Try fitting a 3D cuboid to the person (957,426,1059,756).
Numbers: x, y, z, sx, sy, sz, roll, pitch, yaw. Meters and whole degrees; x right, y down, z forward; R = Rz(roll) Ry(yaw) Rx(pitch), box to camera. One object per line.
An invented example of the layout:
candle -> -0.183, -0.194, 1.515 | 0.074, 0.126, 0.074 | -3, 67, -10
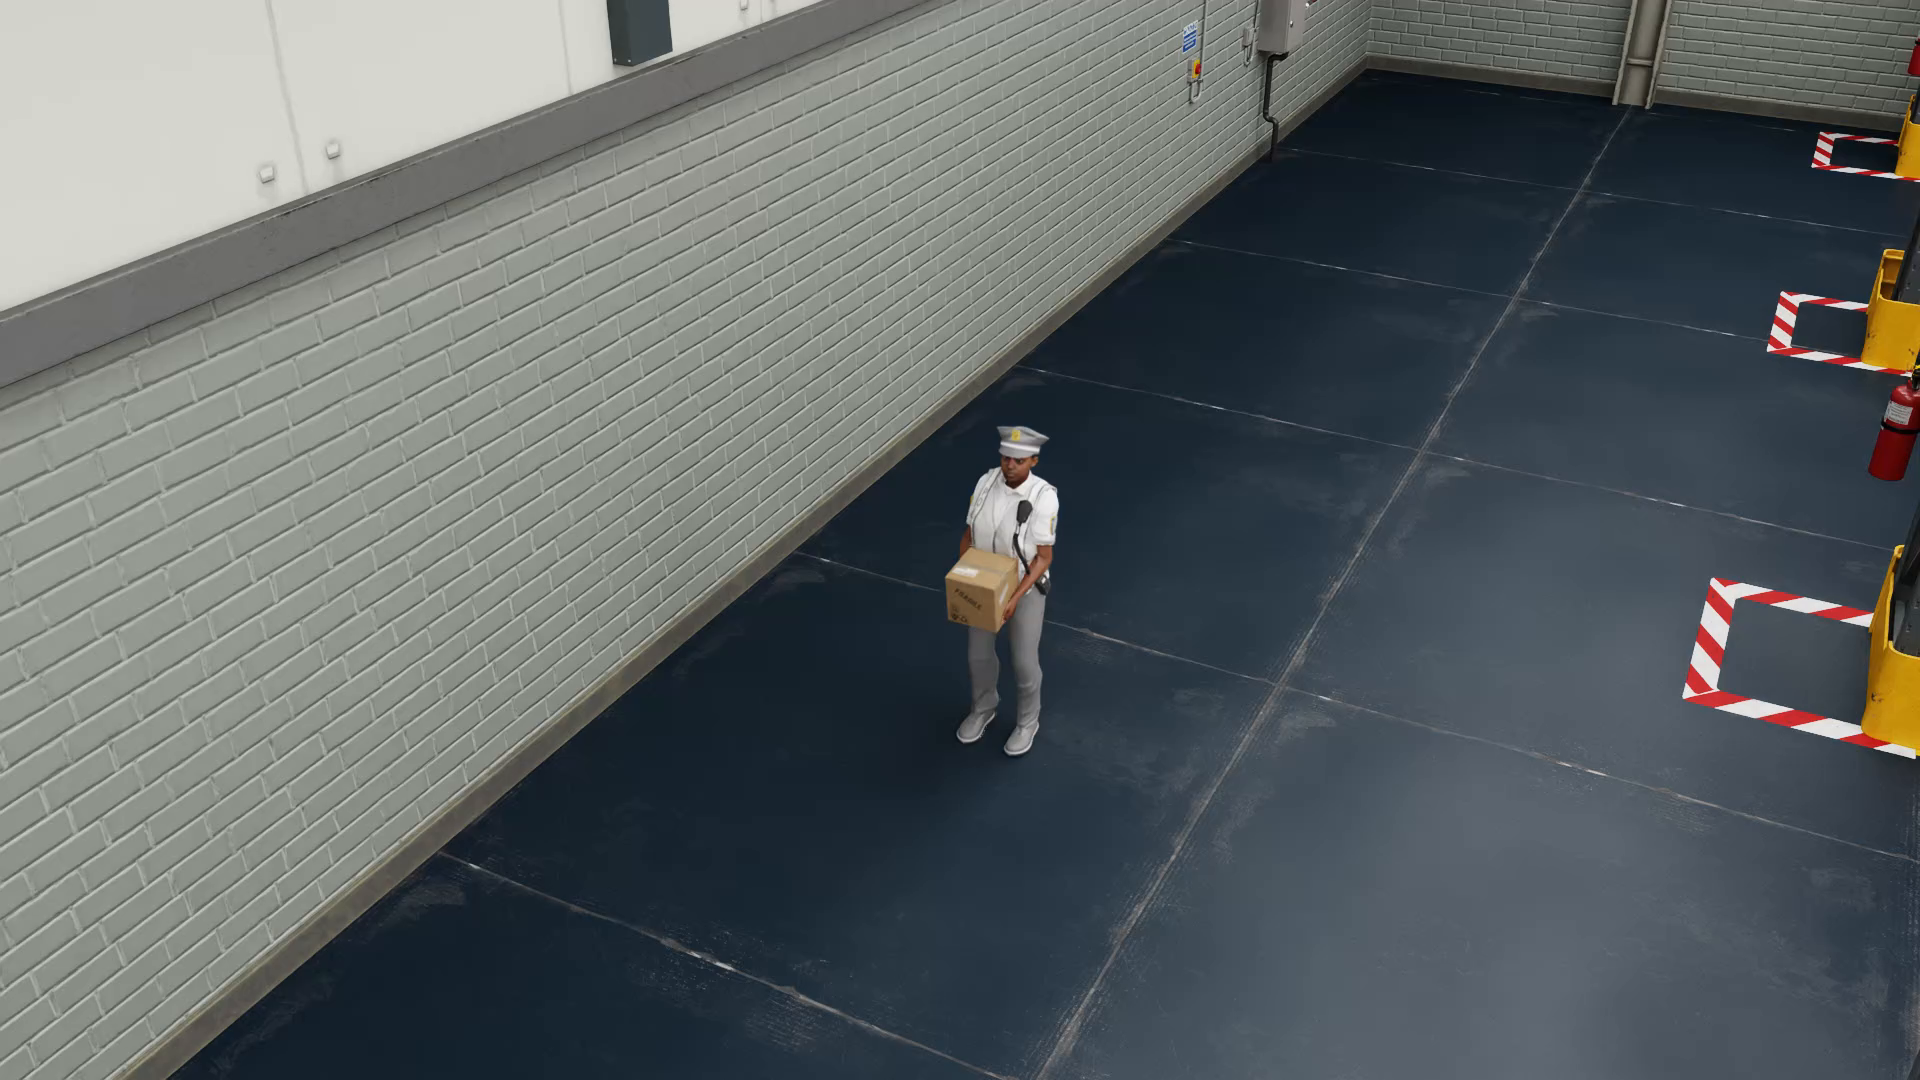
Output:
person -> 0.200, 0.254, 7.813 | 0.455, 1.697, 0.530 | 14, 33, 23
